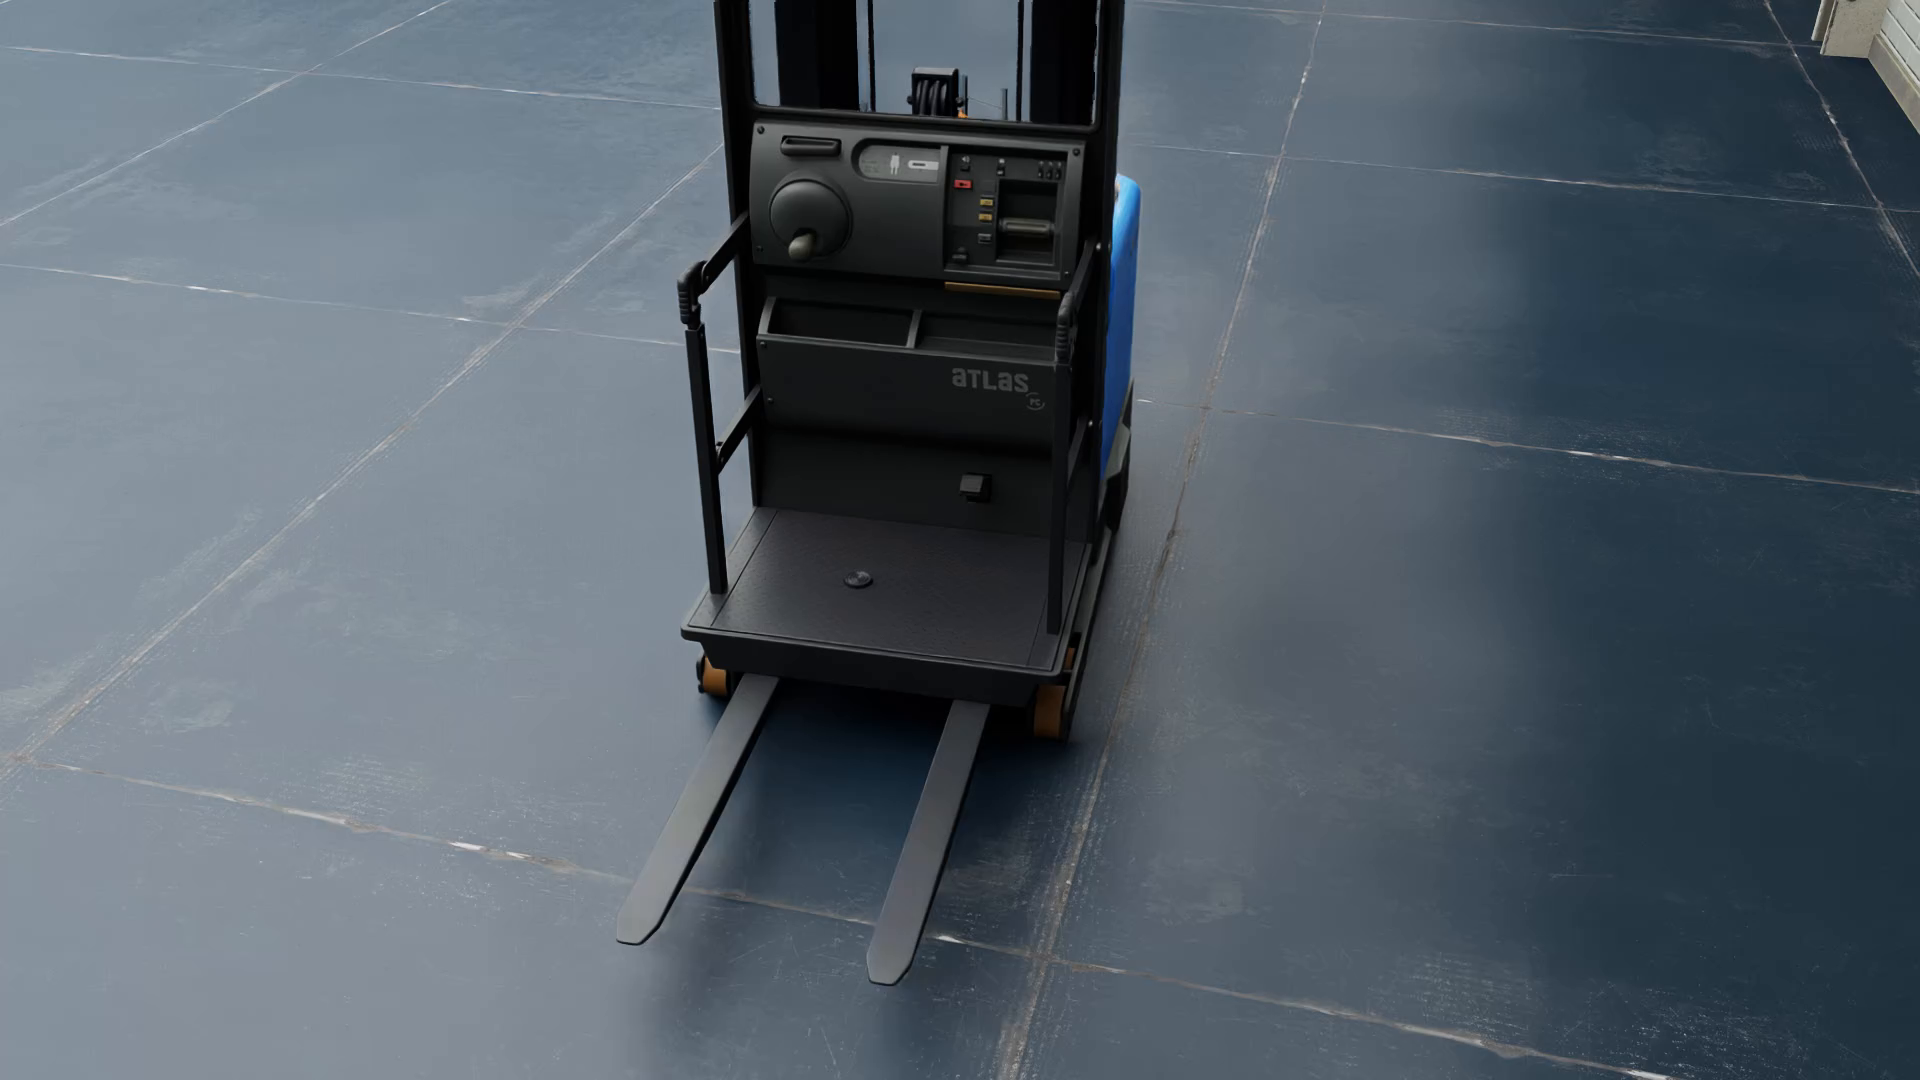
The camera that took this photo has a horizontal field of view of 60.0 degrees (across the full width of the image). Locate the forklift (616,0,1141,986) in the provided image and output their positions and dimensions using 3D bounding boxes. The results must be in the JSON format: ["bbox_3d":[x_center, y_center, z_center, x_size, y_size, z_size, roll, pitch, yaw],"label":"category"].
[{"bbox_3d":[-0.166,-0.875,4.394,1.130,2.935,3.031,6,33,10],"label":"forklift"}]

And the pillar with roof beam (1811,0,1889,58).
[{"bbox_3d":[1.542,-7.567,9.265,9.100,9.000,0.400,8,33,12],"label":"pillar with roof beam"}]

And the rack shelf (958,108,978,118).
[{"bbox_3d":[-0.085,-1.455,6.187,0.480,0.148,0.258,-26,41,-35],"label":"rack shelf"}]

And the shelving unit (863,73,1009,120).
[{"bbox_3d":[-0.085,-1.123,6.398,0.503,1.200,0.258,-26,41,-35],"label":"shelving unit"}]

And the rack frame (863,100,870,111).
[{"bbox_3d":[-0.264,-1.034,6.259,0.015,1.200,0.240,-26,41,-35],"label":"rack frame"}]

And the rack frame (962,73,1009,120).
[{"bbox_3d":[0.094,-1.212,6.538,0.015,1.200,0.240,-26,41,-35],"label":"rack frame"}]
